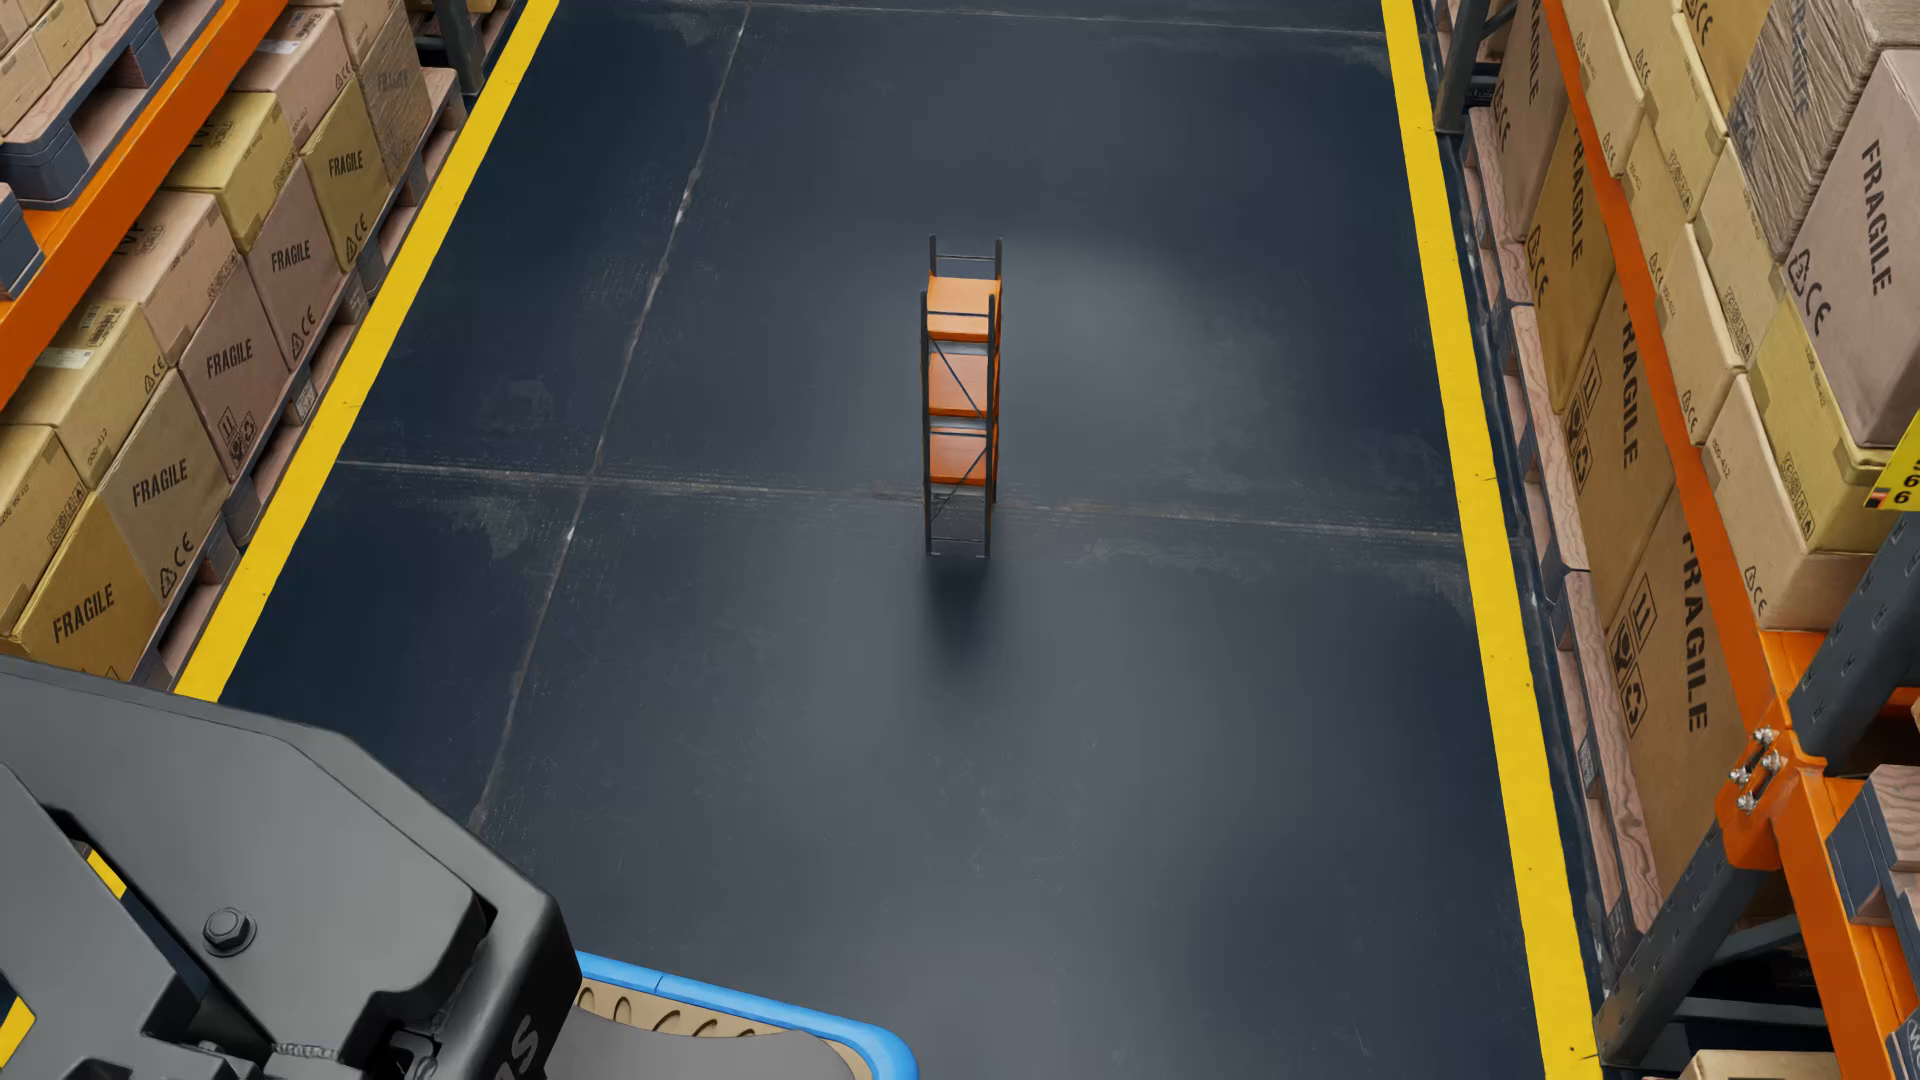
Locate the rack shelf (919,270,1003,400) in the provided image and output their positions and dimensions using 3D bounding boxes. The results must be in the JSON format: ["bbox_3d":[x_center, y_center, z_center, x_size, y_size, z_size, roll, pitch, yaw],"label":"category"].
[{"bbox_3d":[0.005,-0.578,4.697,0.215,0.259,0.240,4,48,4],"label":"rack shelf"}]

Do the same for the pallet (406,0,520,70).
[{"bbox_3d":[-2.478,-2.487,7.382,1.003,0.211,1.213,4,48,4],"label":"pallet"}]

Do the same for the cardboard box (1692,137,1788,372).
[{"bbox_3d":[1.904,-0.602,3.531,0.500,0.250,0.500,3,48,3],"label":"cardboard box"}]

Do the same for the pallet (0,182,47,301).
[{"bbox_3d":[-2.910,-0.459,3.767,1.213,0.211,1.003,4,48,4],"label":"pallet"}]

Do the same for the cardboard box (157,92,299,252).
[{"bbox_3d":[-2.414,-1.153,5.173,0.500,0.250,0.500,2,48,2],"label":"cardboard box"}]

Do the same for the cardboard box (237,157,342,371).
[{"bbox_3d":[-2.419,-0.916,5.464,0.500,0.500,0.500,3,48,3],"label":"cardboard box"}]

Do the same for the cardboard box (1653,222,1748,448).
[{"bbox_3d":[1.888,-0.449,3.730,0.500,0.250,0.500,5,48,4],"label":"cardboard box"}]

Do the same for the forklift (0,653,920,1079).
[{"bbox_3d":[-0.930,1.590,1.809,1.130,2.935,3.031,11,49,10],"label":"forklift"}]

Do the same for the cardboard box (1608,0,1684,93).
[{"bbox_3d":[1.977,-1.362,4.225,0.500,0.250,0.500,3,48,2],"label":"cardboard box"}]

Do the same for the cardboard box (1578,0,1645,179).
[{"bbox_3d":[1.969,-1.195,4.412,0.500,0.250,0.500,3,48,3],"label":"cardboard box"}]

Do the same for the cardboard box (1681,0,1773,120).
[{"bbox_3d":[1.947,-1.245,3.611,0.500,0.500,0.500,4,48,4],"label":"cardboard box"}]

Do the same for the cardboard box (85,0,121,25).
[{"bbox_3d":[-2.483,-1.531,4.503,0.380,0.149,0.250,2,48,2],"label":"cardboard box"}]

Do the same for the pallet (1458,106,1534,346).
[{"bbox_3d":[2.439,-1.160,6.168,1.003,0.211,1.213,4,48,4],"label":"pallet"}]

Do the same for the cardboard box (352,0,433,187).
[{"bbox_3d":[-2.321,-1.670,6.154,0.500,0.500,0.500,3,48,3],"label":"cardboard box"}]

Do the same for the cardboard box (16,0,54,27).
[{"bbox_3d":[-2.509,-1.438,4.217,0.380,0.149,0.250,3,48,3],"label":"cardboard box"}]

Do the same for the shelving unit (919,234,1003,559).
[{"bbox_3d":[0.005,-0.394,4.899,0.215,1.050,0.252,4,48,4],"label":"shelving unit"}]

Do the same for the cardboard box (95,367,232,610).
[{"bbox_3d":[-2.508,-0.163,4.776,0.500,0.500,0.500,4,48,4],"label":"cardboard box"}]

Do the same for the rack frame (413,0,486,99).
[{"bbox_3d":[-2.504,-2.932,5.899,1.000,3.000,0.127,4,48,4],"label":"rack frame"}]

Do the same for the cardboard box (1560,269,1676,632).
[{"bbox_3d":[2.301,-0.316,4.662,0.875,0.875,0.875,4,48,4],"label":"cardboard box"}]

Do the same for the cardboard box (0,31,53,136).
[{"bbox_3d":[-2.533,-1.155,4.159,0.380,0.149,0.250,5,48,5],"label":"cardboard box"}]

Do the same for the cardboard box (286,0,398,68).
[{"bbox_3d":[-2.320,-1.919,5.874,0.500,0.250,0.500,3,48,2],"label":"cardboard box"}]

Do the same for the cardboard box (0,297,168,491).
[{"bbox_3d":[-2.519,-0.407,4.491,0.500,0.250,0.500,3,48,3],"label":"cardboard box"}]

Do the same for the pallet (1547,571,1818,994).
[{"bbox_3d":[2.217,0.633,4.528,1.003,0.211,1.213,4,48,4],"label":"pallet"}]

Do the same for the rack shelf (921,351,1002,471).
[{"bbox_3d":[0.005,-0.386,4.906,0.215,0.259,0.240,4,48,4],"label":"rack shelf"}]

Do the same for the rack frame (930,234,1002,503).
[{"bbox_3d":[0.016,-0.483,4.981,0.200,1.050,0.008,4,48,4],"label":"rack frame"}]

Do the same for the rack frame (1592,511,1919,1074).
[{"bbox_3d":[2.070,0.266,2.974,1.000,3.000,0.127,4,48,4],"label":"rack frame"}]

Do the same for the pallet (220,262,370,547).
[{"bbox_3d":[-2.682,-0.520,5.583,1.003,0.211,1.213,4,48,4],"label":"pallet"}]

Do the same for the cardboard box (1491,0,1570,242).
[{"bbox_3d":[2.458,-1.637,5.870,0.875,0.875,0.875,5,48,5],"label":"cardboard box"}]

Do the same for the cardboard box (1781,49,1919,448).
[{"bbox_3d":[1.857,-0.503,2.932,0.500,0.500,0.500,3,48,2],"label":"cardboard box"}]

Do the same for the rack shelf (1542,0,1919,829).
[{"bbox_3d":[2.252,-0.961,4.584,1.077,0.370,4.000,4,48,4],"label":"rack shelf"}]

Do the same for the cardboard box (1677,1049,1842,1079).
[{"bbox_3d":[2.008,1.425,3.410,0.950,0.372,0.625,1,48,1],"label":"cardboard box"}]

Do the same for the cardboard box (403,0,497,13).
[{"bbox_3d":[-2.151,-2.358,7.021,0.380,0.149,0.250,2,48,2],"label":"cardboard box"}]

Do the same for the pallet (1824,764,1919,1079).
[{"bbox_3d":[2.111,0.861,2.559,1.213,0.211,1.003,4,48,4],"label":"pallet"}]
